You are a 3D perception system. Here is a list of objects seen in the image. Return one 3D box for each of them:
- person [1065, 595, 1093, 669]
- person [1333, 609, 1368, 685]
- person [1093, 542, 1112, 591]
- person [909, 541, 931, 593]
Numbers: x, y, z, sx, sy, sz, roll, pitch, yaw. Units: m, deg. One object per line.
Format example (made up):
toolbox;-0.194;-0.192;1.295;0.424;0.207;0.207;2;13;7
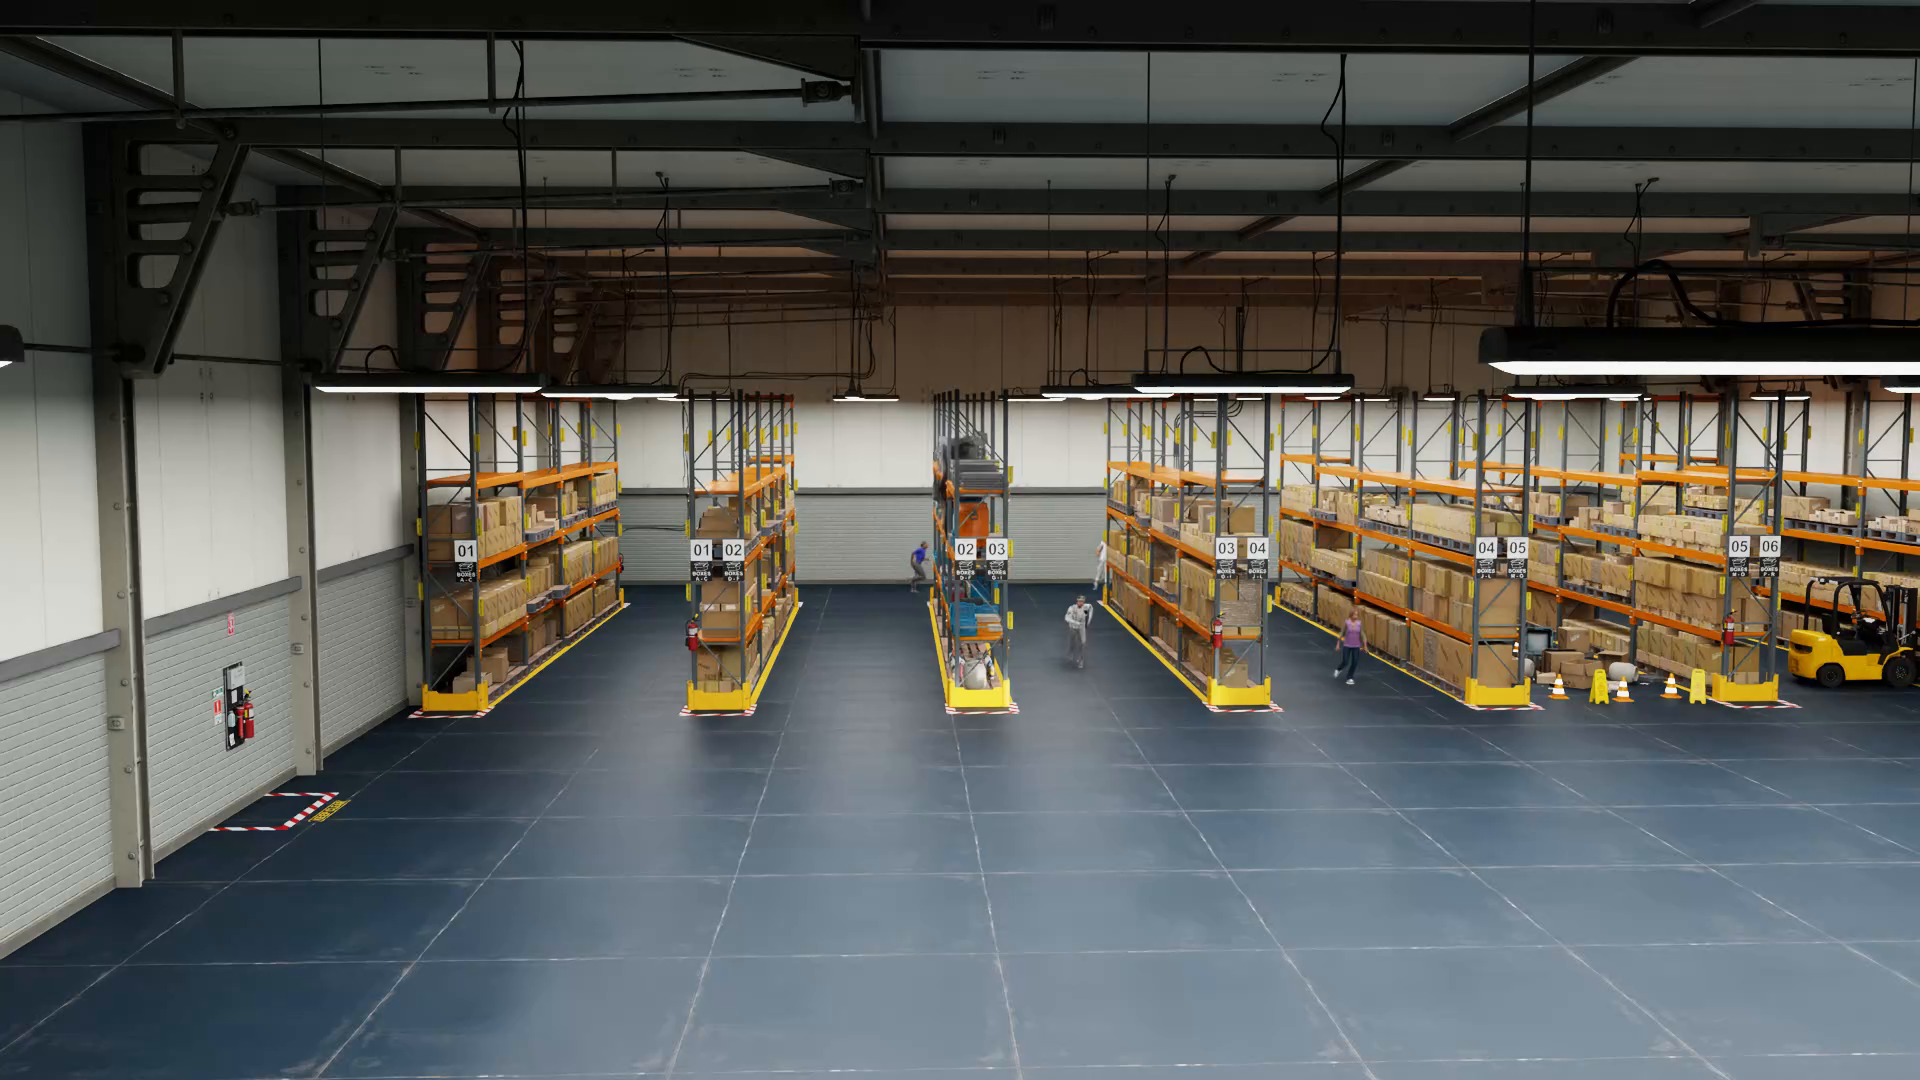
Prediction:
person;2.571;1.980;36.472;0.663;1.634;0.943;-1;5;-13
person;7.978;2.171;33.997;0.576;1.567;0.630;0;5;-3
person;4.470;0.678;50.489;0.711;1.768;1.010;-1;5;-13
person;-1.212;0.820;50.637;0.669;1.581;0.549;0;5;2
